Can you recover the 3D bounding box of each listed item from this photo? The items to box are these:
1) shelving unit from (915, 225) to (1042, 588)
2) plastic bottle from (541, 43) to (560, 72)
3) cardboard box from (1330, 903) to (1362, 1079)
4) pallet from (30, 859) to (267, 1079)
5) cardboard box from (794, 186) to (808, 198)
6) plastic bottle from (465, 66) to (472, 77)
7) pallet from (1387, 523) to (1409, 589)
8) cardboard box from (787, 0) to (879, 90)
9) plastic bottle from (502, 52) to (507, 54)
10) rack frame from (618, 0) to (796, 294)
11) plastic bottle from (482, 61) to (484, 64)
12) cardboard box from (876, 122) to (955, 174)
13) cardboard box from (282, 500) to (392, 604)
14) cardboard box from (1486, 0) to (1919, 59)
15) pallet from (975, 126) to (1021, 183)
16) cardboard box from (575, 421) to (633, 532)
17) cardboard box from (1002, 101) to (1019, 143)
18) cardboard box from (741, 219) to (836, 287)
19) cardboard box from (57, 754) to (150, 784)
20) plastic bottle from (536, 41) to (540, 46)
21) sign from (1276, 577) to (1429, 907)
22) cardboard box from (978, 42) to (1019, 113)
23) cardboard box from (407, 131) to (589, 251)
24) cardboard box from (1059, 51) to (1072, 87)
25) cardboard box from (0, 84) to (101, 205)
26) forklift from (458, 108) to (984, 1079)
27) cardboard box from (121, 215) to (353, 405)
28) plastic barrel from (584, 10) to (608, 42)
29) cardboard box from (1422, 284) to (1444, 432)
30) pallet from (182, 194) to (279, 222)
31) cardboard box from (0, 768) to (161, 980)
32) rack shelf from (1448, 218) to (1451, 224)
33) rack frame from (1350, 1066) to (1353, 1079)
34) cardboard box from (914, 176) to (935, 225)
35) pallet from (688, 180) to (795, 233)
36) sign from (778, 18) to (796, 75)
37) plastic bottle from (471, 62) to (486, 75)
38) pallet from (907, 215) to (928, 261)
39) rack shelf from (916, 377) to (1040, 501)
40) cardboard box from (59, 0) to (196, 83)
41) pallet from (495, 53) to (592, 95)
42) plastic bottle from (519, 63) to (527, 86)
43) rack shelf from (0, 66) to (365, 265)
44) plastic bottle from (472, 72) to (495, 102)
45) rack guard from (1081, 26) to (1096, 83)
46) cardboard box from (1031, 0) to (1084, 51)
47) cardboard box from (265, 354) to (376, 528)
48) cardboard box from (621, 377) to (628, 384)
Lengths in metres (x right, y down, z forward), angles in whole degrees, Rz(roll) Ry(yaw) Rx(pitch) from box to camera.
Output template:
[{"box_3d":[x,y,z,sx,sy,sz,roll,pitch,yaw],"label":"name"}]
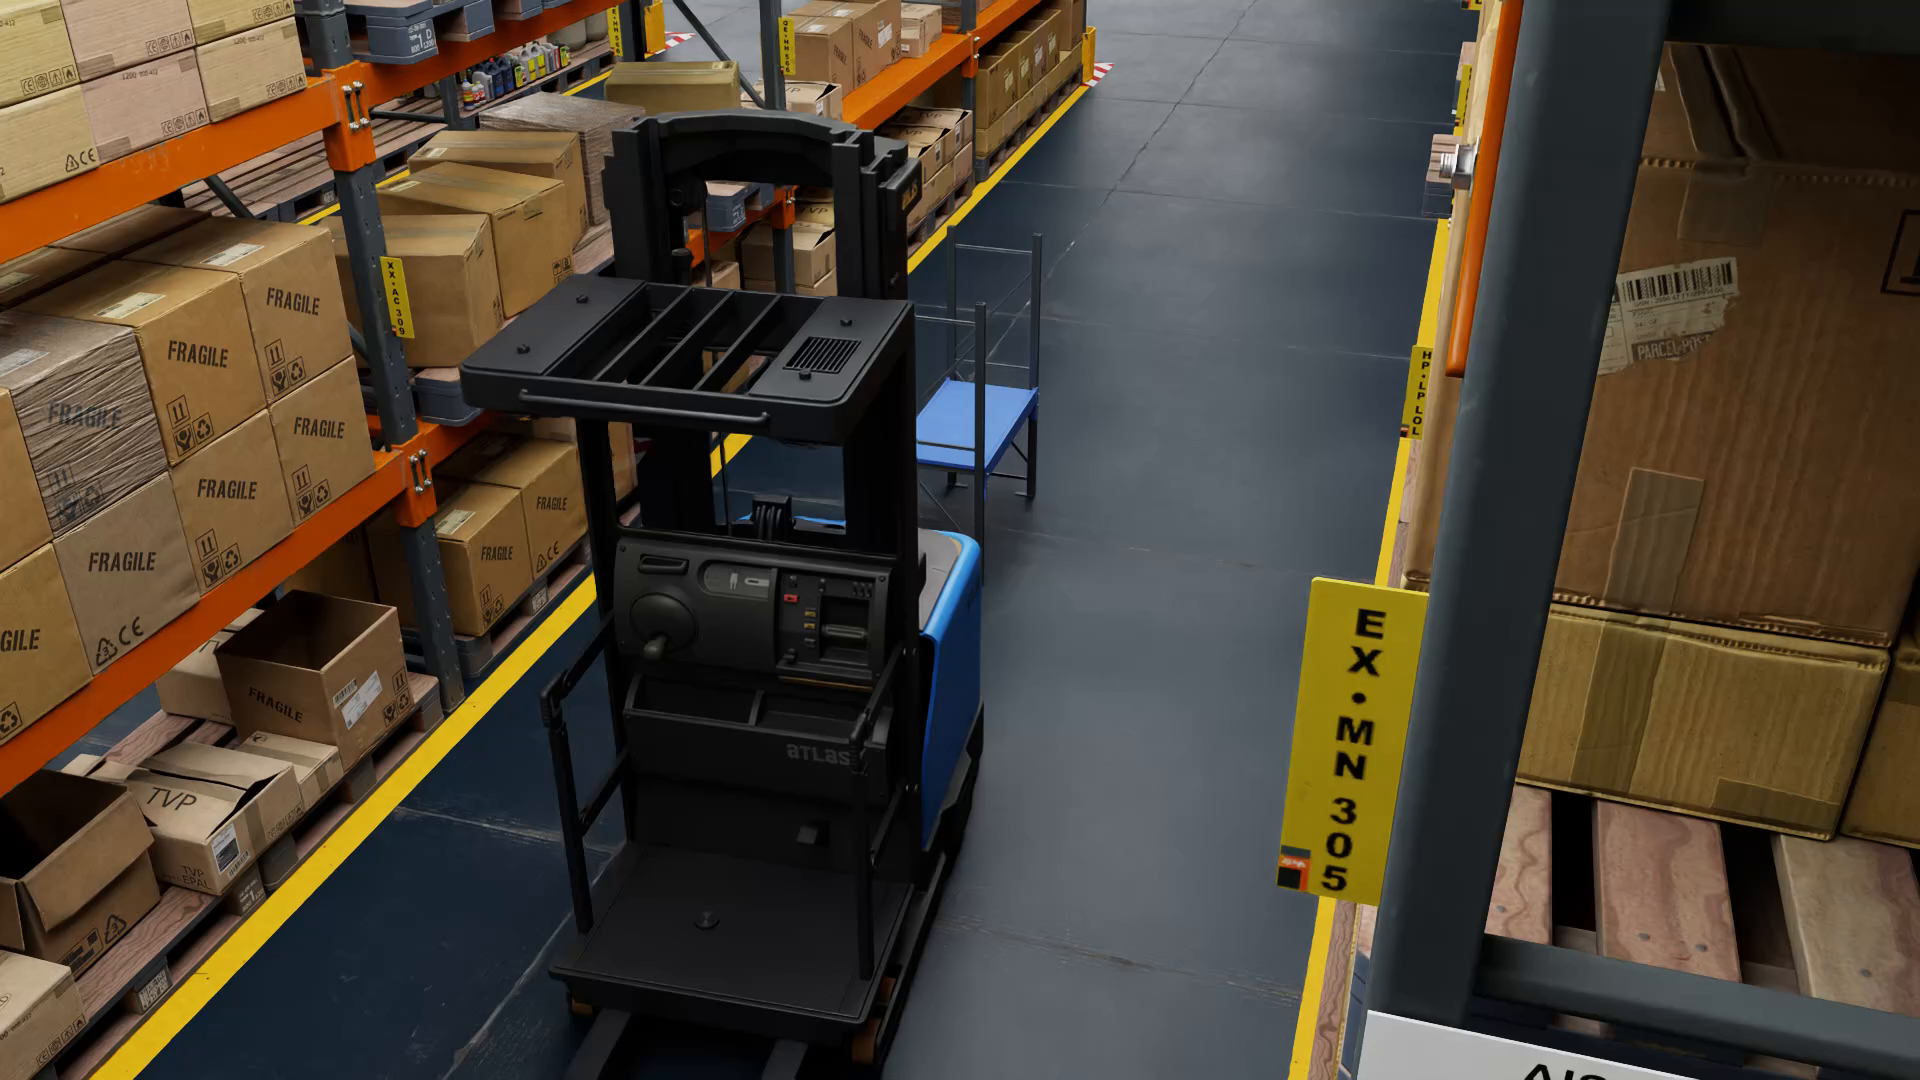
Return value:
[{"box_3d":[0.025,-0.695,8.457,0.538,1.500,1.048,8,30,15],"label":"shelving unit"},{"box_3d":[-4.144,-4.895,16.813,0.152,0.276,0.135,9,30,15],"label":"plastic bottle"},{"box_3d":[1.194,1.218,3.167,0.980,0.700,0.700,8,30,14],"label":"cardboard box"},{"box_3d":[-3.271,1.470,5.891,1.003,0.211,1.213,8,30,15],"label":"pallet"},{"box_3d":[-1.322,-2.478,11.939,0.500,0.311,0.500,8,30,15],"label":"cardboard box"},{"box_3d":[-4.880,-4.708,16.470,0.061,0.283,0.133,8,30,15],"label":"plastic bottle"},{"box_3d":[2.535,0.349,7.906,1.003,0.211,1.213,8,30,15],"label":"pallet"},{"box_3d":[-0.906,-3.566,11.972,0.500,0.500,0.500,9,30,15],"label":"cardboard box"},{"box_3d":[-4.754,-5.124,17.229,0.097,0.271,0.097,0,29,0],"label":"plastic bottle"},{"box_3d":[-1.538,-2.496,10.151,1.000,3.000,0.127,8,30,15],"label":"rack frame"},{"box_3d":[-4.884,-4.918,16.859,0.097,0.271,0.097,0,29,0],"label":"plastic bottle"},{"box_3d":[-0.355,-3.110,13.074,0.500,0.311,0.500,9,30,16],"label":"cardboard box"},{"box_3d":[-2.841,-0.007,7.796,0.500,0.500,0.500,8,30,15],"label":"cardboard box"},{"box_3d":[0.962,-0.483,2.296,0.500,0.500,0.500,9,30,16],"label":"cardboard box"},{"box_3d":[-0.090,-3.500,14.824,1.003,0.211,1.213,8,30,15],"label":"pallet"},{"box_3d":[-2.037,-0.408,8.516,0.500,0.500,0.500,9,30,15],"label":"cardboard box"},{"box_3d":[0.214,-3.741,14.785,0.500,0.250,0.500,8,30,15],"label":"cardboard box"},{"box_3d":[-1.103,-1.924,10.943,0.500,0.311,0.500,10,30,17],"label":"cardboard box"},{"box_3d":[-3.286,0.977,6.371,0.380,0.166,0.250,8,30,15],"label":"cardboard box"},{"box_3d":[-4.246,-4.913,16.838,0.061,0.283,0.133,8,30,15],"label":"plastic bottle"},{"box_3d":[0.336,0.180,1.426,0.100,0.325,0.005,8,30,15],"label":"sign"},{"box_3d":[0.211,-4.069,14.603,0.500,0.500,0.500,8,30,15],"label":"cardboard box"},{"box_3d":[-2.252,-1.694,8.175,0.700,0.500,0.500,1,29,2],"label":"cardboard box"},{"box_3d":[0.800,-4.670,16.456,0.500,0.250,0.500,8,30,15],"label":"cardboard box"},{"box_3d":[-2.896,-1.154,4.807,0.500,0.250,0.500,8,30,15],"label":"cardboard box"},{"box_3d":[-0.729,0.280,5.232,1.130,2.935,3.031,6,30,11],"label":"forklift"},{"box_3d":[-2.613,-0.846,6.053,0.500,0.500,0.500,9,30,15],"label":"cardboard box"},{"box_3d":[-4.044,-5.702,18.041,0.421,0.512,0.421,0,29,0],"label":"plastic barrel"},{"box_3d":[0.963,-0.166,2.496,0.500,0.250,0.500,7,30,13],"label":"cardboard box"},{"box_3d":[-6.007,-2.340,12.740,1.003,0.211,1.213,8,30,15],"label":"pallet"},{"box_3d":[-3.259,1.136,5.739,0.797,0.503,0.637,8,30,15],"label":"cardboard box"},{"box_3d":[2.612,-1.858,6.658,1.077,0.370,4.000,8,30,15],"label":"rack shelf"},{"box_3d":[0.850,1.927,2.200,1.000,3.000,0.127,8,30,15],"label":"rack frame"},{"box_3d":[-0.508,-2.630,12.788,0.500,0.250,0.500,9,30,16],"label":"cardboard box"},{"box_3d":[-1.670,-2.087,9.613,1.213,0.211,1.003,8,30,15],"label":"pallet"},{"box_3d":[-1.016,-2.894,9.757,0.100,0.325,0.005,8,30,15],"label":"sign"},{"box_3d":[-4.602,-4.434,15.908,0.144,0.351,0.185,8,30,15],"label":"plastic bottle"},{"box_3d":[-0.899,-2.219,12.522,1.003,0.211,1.213,8,30,15],"label":"pallet"},{"box_3d":[0.025,-0.538,8.544,0.538,0.185,1.000,8,30,15],"label":"rack shelf"},{"box_3d":[-2.745,-1.604,5.102,0.500,0.250,0.500,8,30,15],"label":"cardboard box"},{"box_3d":[-4.505,-4.720,17.017,1.003,0.211,1.213,8,30,15],"label":"pallet"},{"box_3d":[-4.303,-4.565,16.296,0.097,0.201,0.097,0,29,0],"label":"plastic bottle"},{"box_3d":[-3.299,-0.704,4.584,1.077,0.370,4.000,8,30,15],"label":"rack shelf"},{"box_3d":[-4.517,-4.305,15.752,0.152,0.276,0.135,10,30,17],"label":"plastic bottle"},{"box_3d":[0.817,-5.132,17.462,1.175,0.500,0.348,8,30,15],"label":"rack guard"},{"box_3d":[0.937,-5.232,16.694,0.500,0.500,0.500,8,30,15],"label":"cardboard box"},{"box_3d":[-2.613,-0.412,6.302,0.500,0.500,0.500,9,30,16],"label":"cardboard box"},{"box_3d":[-1.897,-0.952,8.724,0.500,0.250,0.500,8,30,14],"label":"cardboard box"}]
